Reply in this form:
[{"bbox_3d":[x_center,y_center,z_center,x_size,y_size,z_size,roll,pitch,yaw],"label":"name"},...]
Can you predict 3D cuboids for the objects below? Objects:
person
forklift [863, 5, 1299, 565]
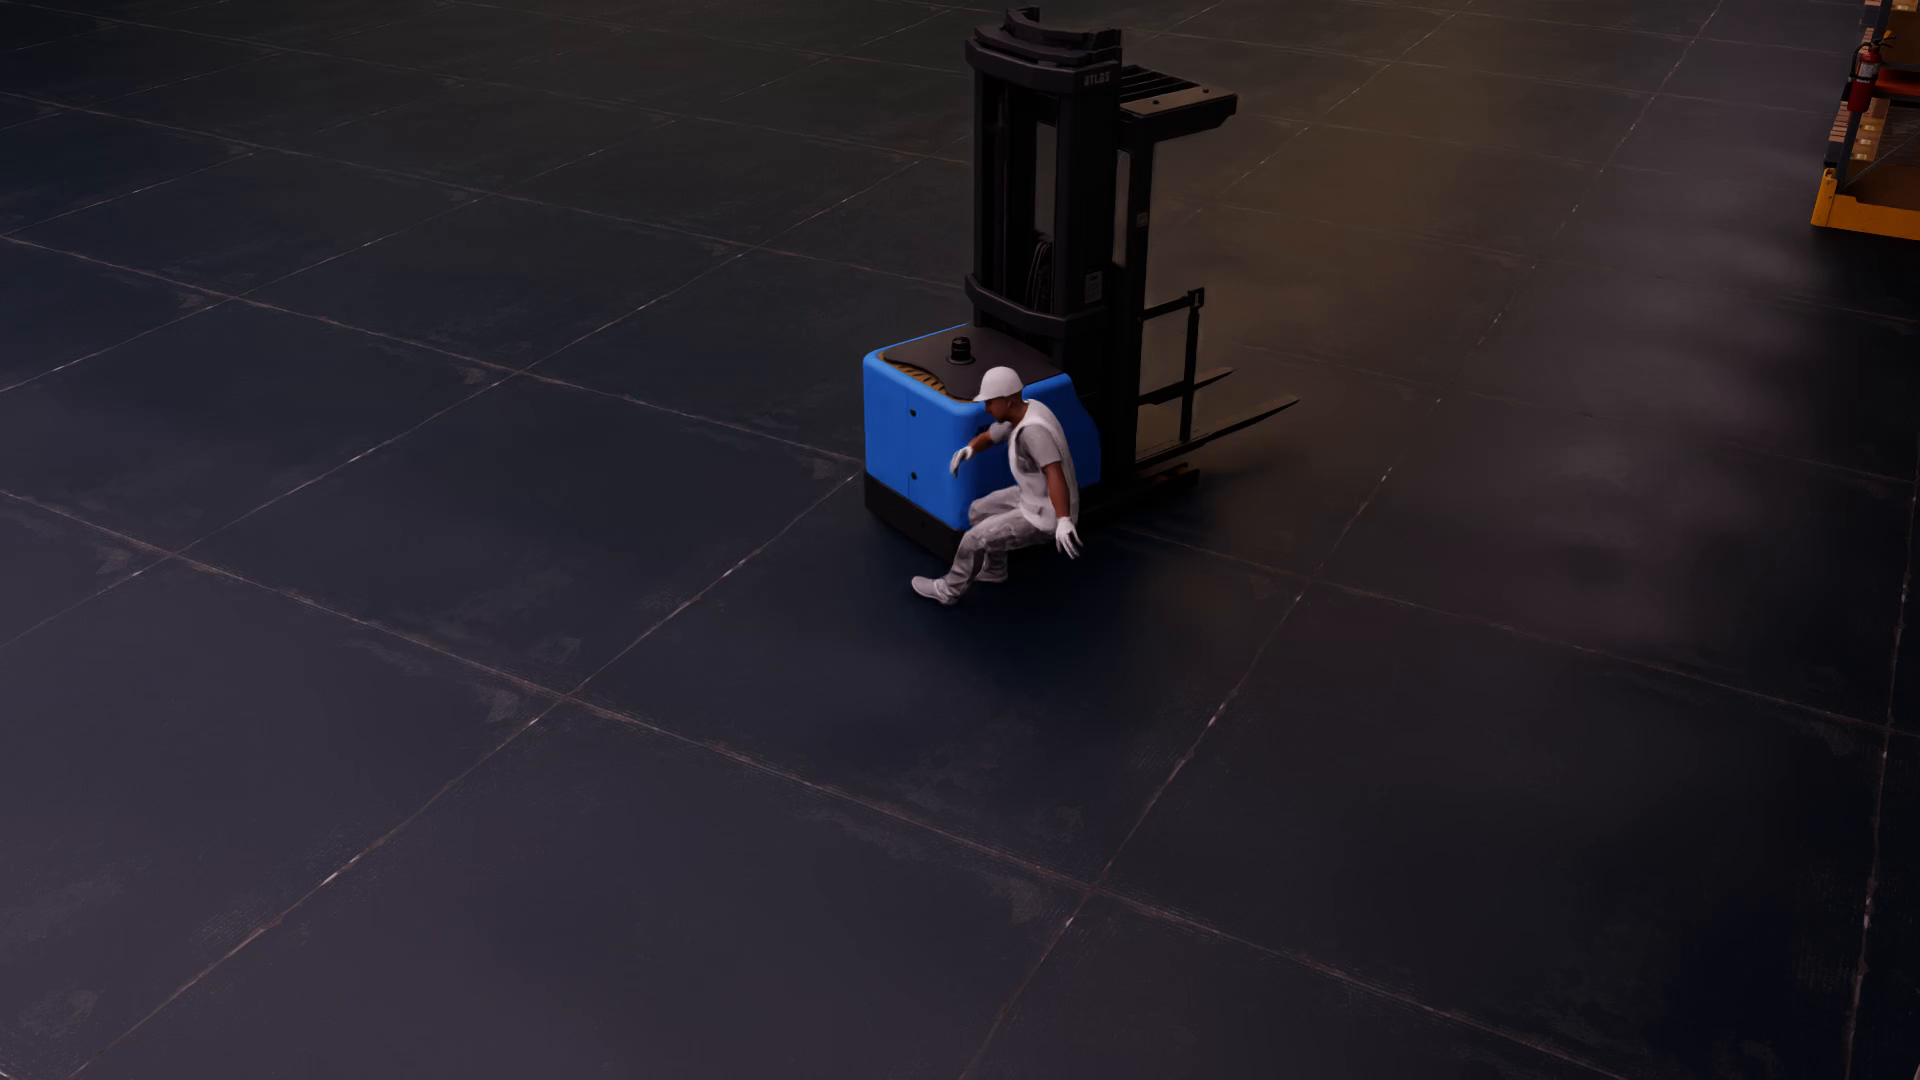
[{"bbox_3d":[0.179,-0.161,8.876,0.958,1.500,1.101,2,30,3],"label":"person"},{"bbox_3d":[0.888,-1.695,10.008,3.031,2.935,1.130,-21,36,-32],"label":"forklift"}]
